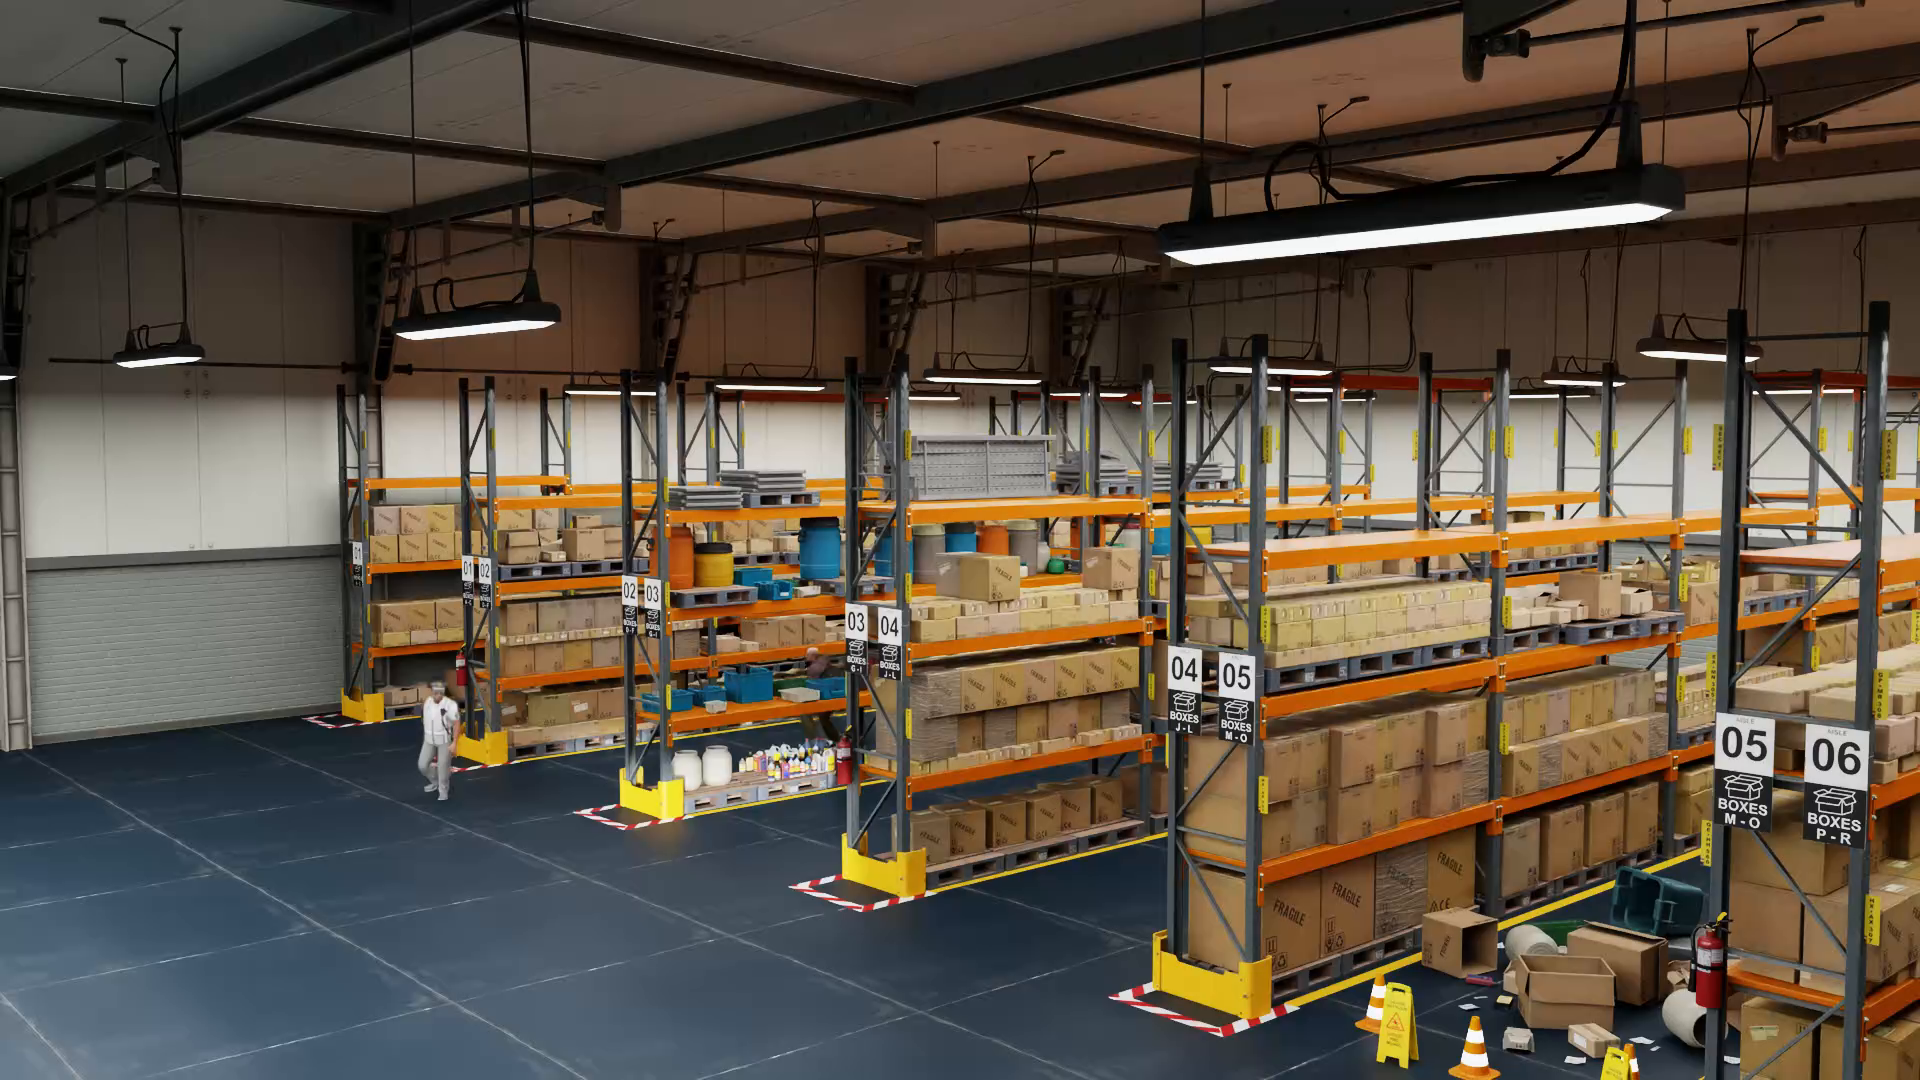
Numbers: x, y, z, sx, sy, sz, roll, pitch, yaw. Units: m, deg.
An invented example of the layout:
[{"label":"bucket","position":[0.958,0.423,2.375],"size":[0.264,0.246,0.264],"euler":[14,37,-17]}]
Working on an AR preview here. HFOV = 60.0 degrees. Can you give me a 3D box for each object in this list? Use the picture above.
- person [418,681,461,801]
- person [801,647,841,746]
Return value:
[{"label":"person","position":[-7.266,2.794,23.217],"size":[0.709,1.708,0.587],"euler":[1,4,11]},{"label":"person","position":[-2.267,2.556,26.750],"size":[0.762,1.713,0.835],"euler":[-1,4,-10]}]
